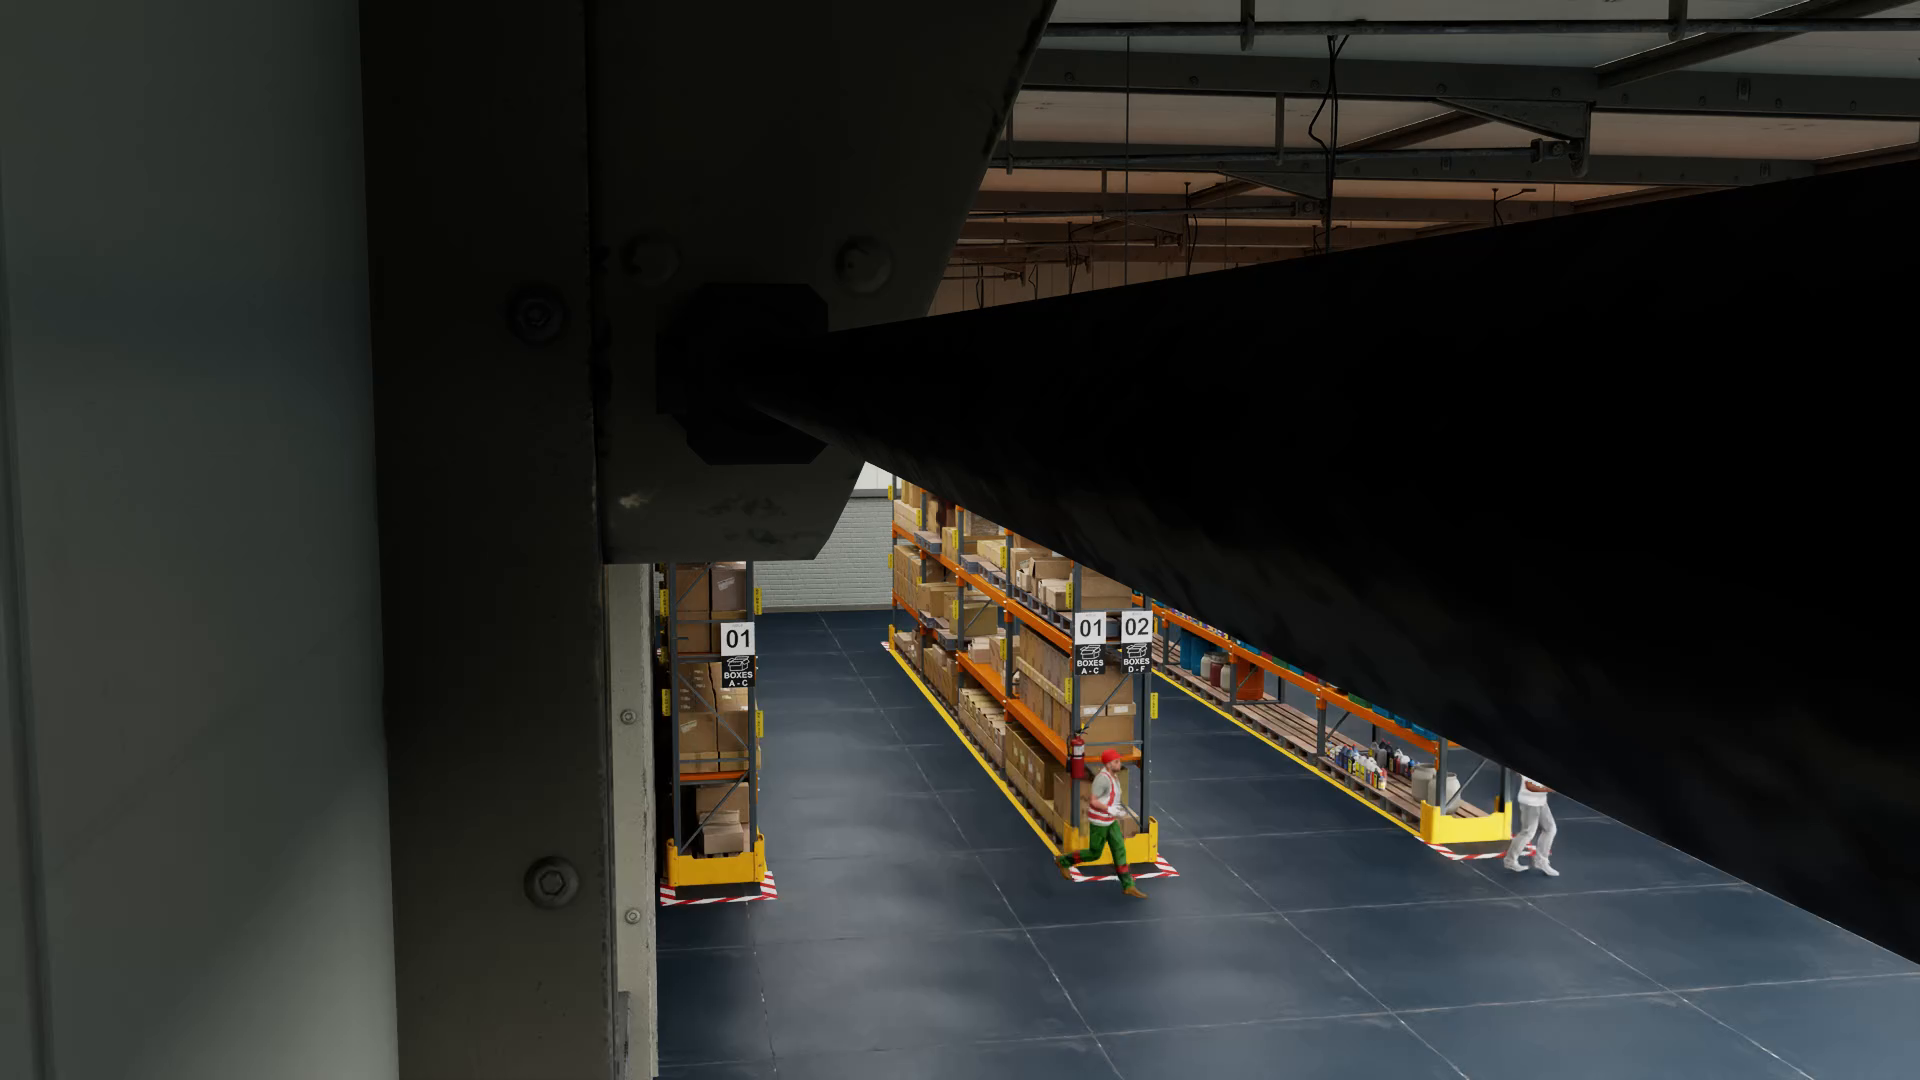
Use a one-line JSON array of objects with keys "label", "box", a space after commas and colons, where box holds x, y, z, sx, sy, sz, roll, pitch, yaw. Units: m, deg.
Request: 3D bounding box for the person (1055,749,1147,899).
[{"label": "person", "box": [1.685, 3.318, 19.624, 1.147, 1.752, 0.667, 3, 7, 27]}]

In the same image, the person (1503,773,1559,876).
[{"label": "person", "box": [7.058, 3.241, 20.400, 0.695, 1.786, 0.679, 4, 7, 31]}]
